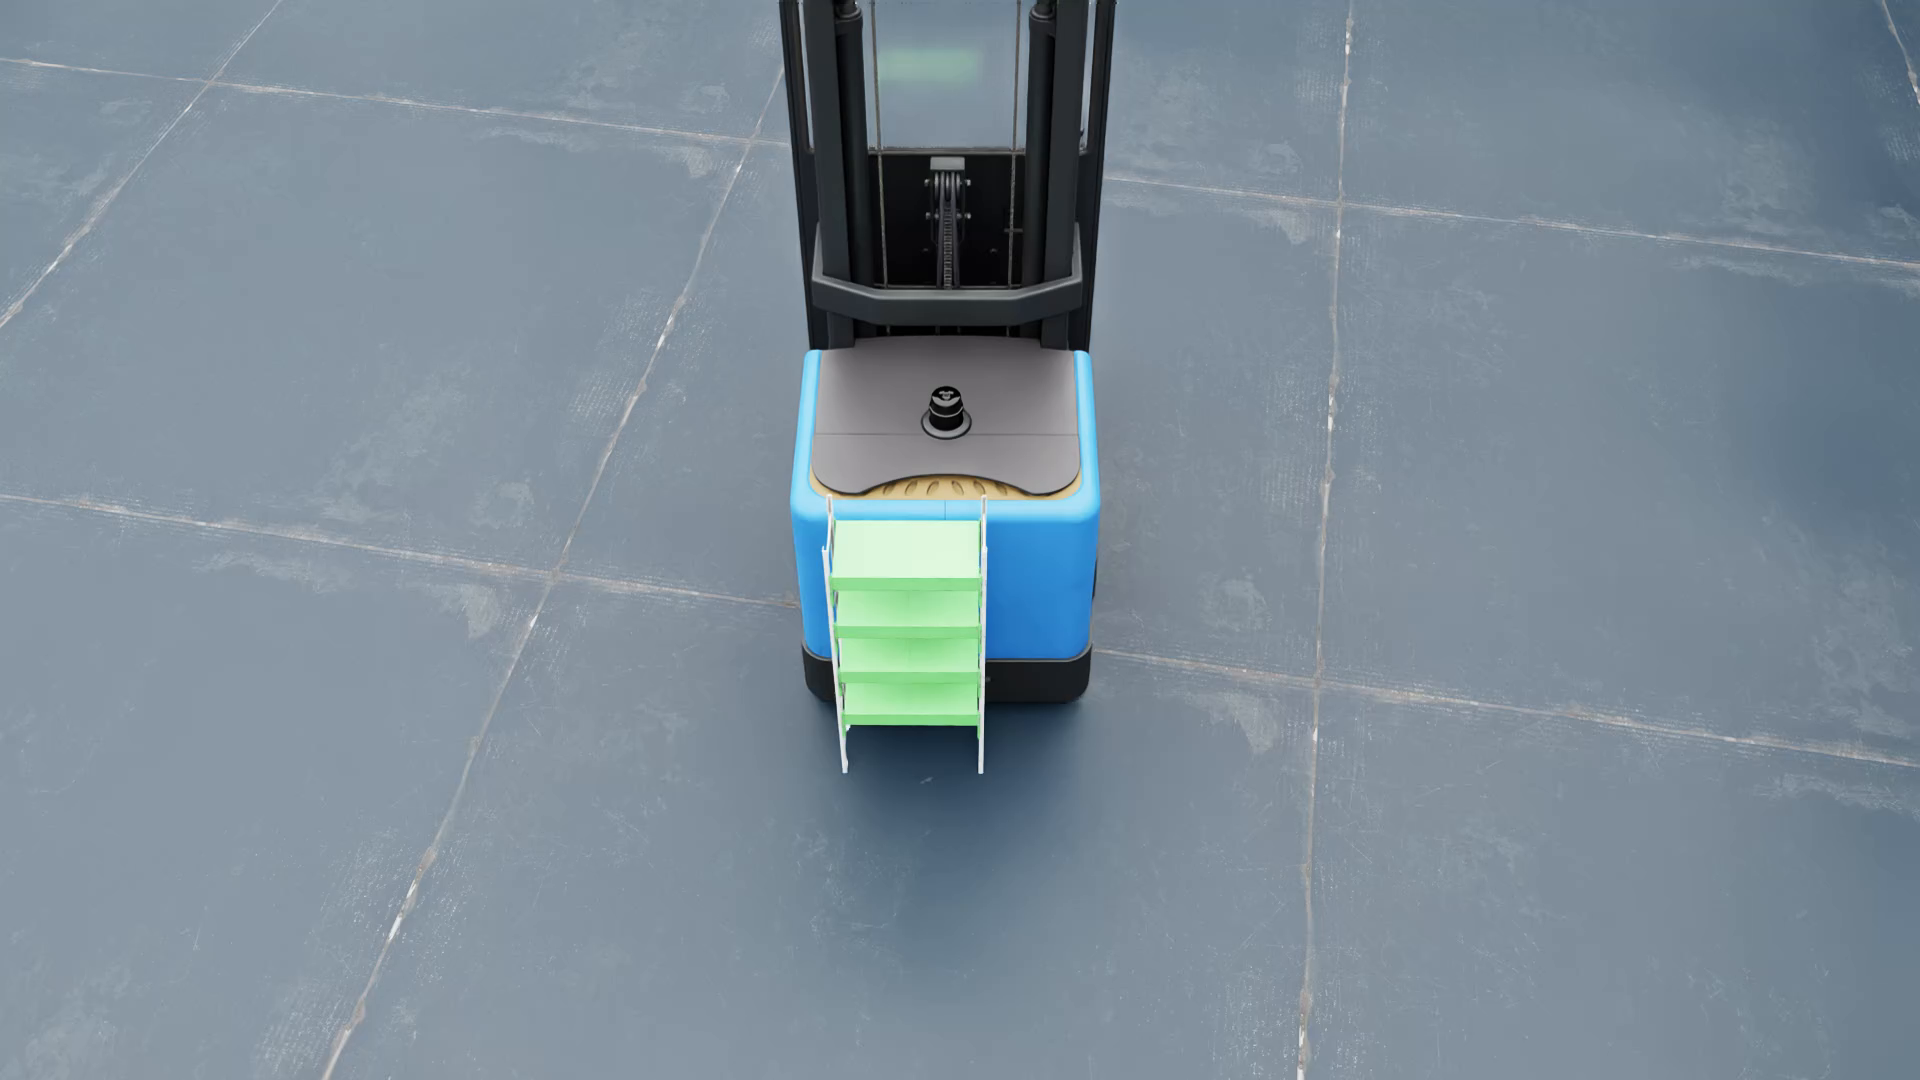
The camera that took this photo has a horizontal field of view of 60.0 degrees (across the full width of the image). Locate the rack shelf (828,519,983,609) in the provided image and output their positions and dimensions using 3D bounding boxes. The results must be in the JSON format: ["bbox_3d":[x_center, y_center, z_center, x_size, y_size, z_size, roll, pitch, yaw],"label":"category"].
[{"bbox_3d":[-0.169,0.076,5.287,0.480,0.148,0.258,0,48,0],"label":"rack shelf"}]

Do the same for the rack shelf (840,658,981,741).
[{"bbox_3d":[-0.169,0.557,5.823,0.480,0.148,0.258,0,48,0],"label":"rack shelf"}]

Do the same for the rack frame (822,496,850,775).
[{"bbox_3d":[-0.413,0.353,5.598,0.015,1.200,0.240,0,48,0],"label":"rack frame"}]

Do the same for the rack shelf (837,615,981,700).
[{"bbox_3d":[-0.169,0.397,5.645,0.480,0.148,0.258,0,48,0],"label":"rack shelf"}]

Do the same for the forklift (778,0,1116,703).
[{"bbox_3d":[-0.040,-1.461,6.064,1.130,2.935,3.031,0,48,0],"label":"forklift"}]

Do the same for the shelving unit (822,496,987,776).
[{"bbox_3d":[-0.169,0.354,5.597,0.503,1.200,0.258,0,48,0],"label":"shelving unit"}]

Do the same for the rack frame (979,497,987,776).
[{"bbox_3d":[0.075,0.355,5.596,0.015,1.200,0.240,0,48,0],"label":"rack frame"}]

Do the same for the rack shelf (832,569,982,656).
[{"bbox_3d":[-0.169,0.236,5.466,0.480,0.148,0.258,0,48,0],"label":"rack shelf"}]
